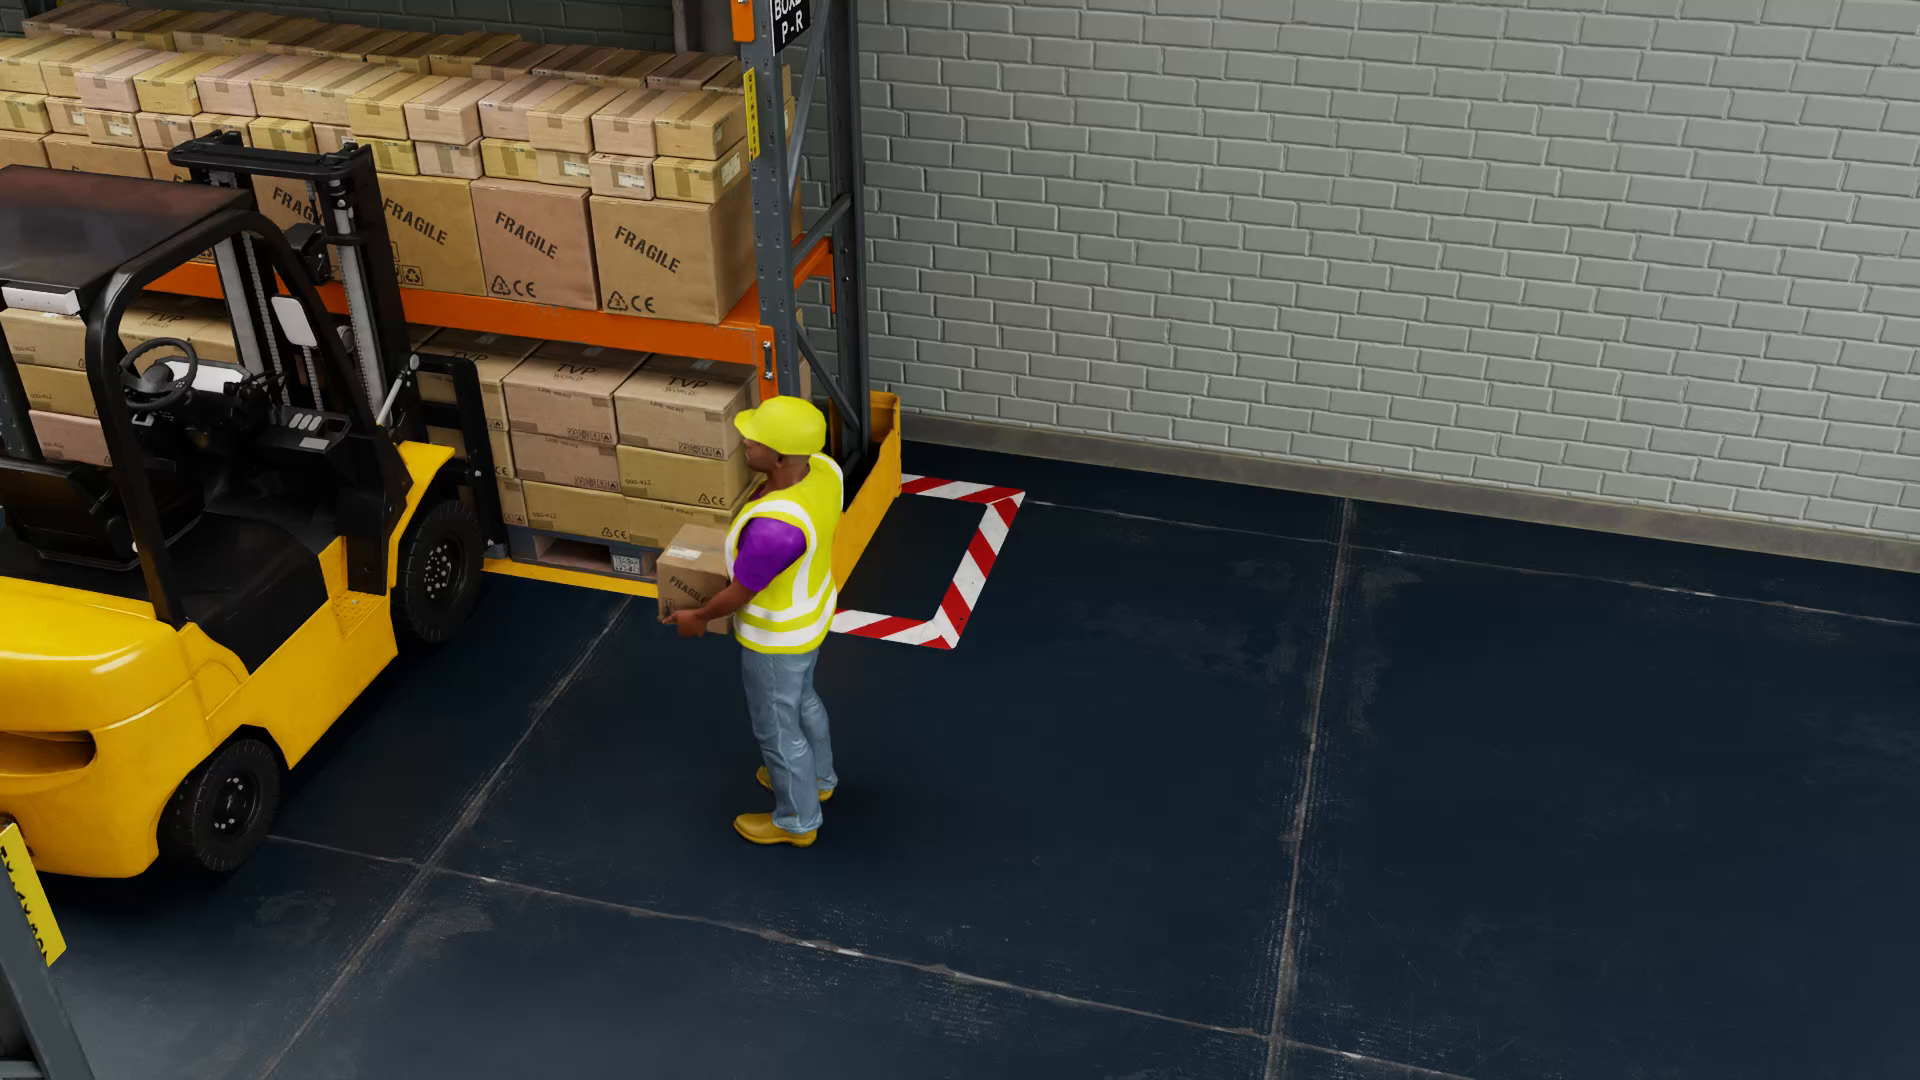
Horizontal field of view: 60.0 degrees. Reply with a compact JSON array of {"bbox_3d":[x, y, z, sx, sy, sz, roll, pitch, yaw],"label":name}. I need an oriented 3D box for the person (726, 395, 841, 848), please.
[{"bbox_3d":[-0.606,0.279,5.680,0.402,1.769,0.460,6,33,9],"label":"person"}]
